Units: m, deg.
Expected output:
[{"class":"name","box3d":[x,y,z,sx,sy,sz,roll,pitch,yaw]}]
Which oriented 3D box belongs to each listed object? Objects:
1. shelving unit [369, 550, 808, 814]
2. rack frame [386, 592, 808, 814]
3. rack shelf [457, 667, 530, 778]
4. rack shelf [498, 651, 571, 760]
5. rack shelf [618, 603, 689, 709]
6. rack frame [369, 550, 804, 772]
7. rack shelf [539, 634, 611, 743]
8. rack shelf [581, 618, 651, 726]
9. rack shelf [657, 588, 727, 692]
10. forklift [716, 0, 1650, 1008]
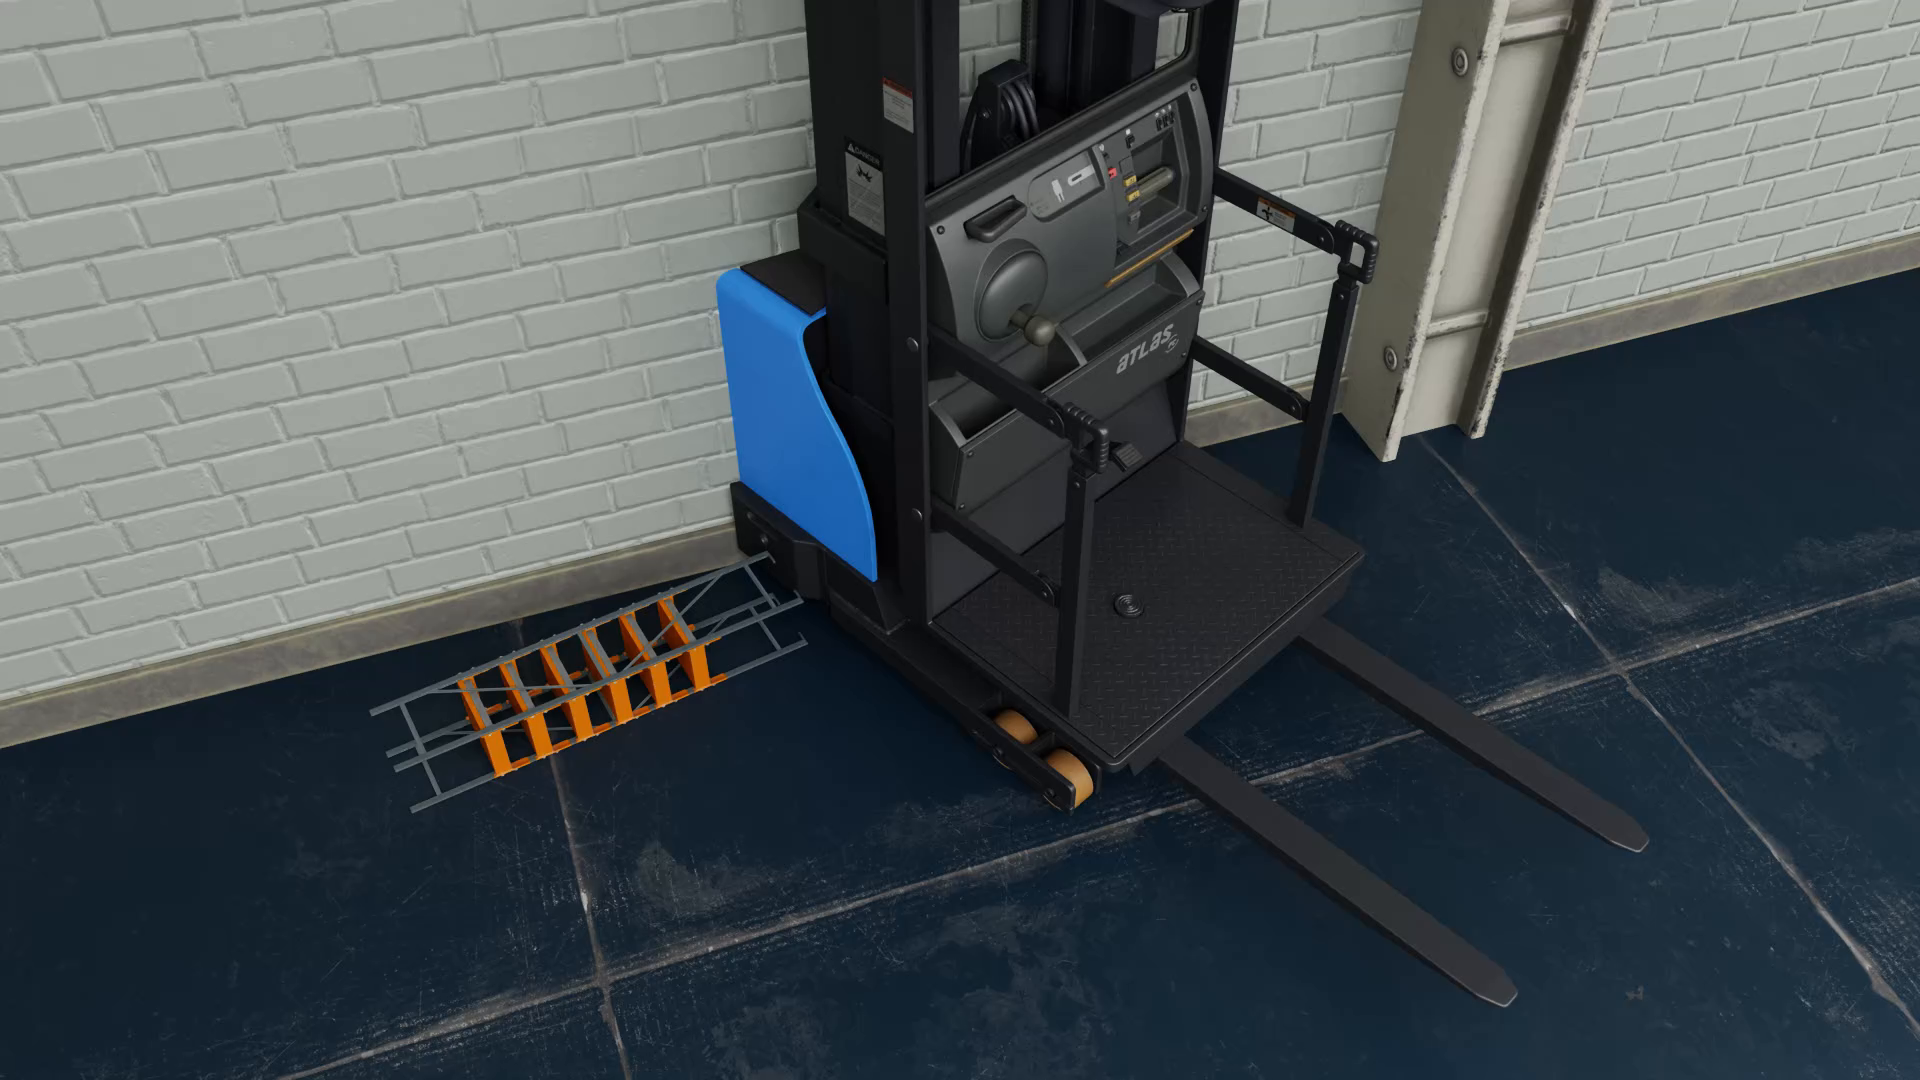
[{"class":"shelving unit","box3d":[-1.029,0.386,4.729,1.200,0.189,0.258,-23,49,-21]},{"class":"rack frame","box3d":[-1.029,0.451,4.793,1.200,0.006,0.240,-23,49,-21]},{"class":"rack shelf","box3d":[-1.301,0.500,4.615,0.103,0.180,0.258,-23,49,-21]},{"class":"rack shelf","box3d":[-1.197,0.456,4.658,0.103,0.180,0.258,-23,49,-21]},{"class":"rack shelf","box3d":[-0.887,0.327,4.788,0.103,0.180,0.258,-23,49,-21]},{"class":"rack frame","box3d":[-1.029,0.321,4.664,1.200,0.006,0.240,-23,49,-21]},{"class":"rack shelf","box3d":[-1.094,0.413,4.701,0.103,0.180,0.258,-23,49,-21]},{"class":"rack shelf","box3d":[-0.991,0.370,4.744,0.103,0.180,0.258,-23,49,-21]},{"class":"rack shelf","box3d":[-0.784,0.284,4.831,0.103,0.180,0.258,-23,49,-21]},{"class":"forklift","box3d":[0.438,-0.721,3.899,1.130,2.935,3.031,-35,55,-30]}]
